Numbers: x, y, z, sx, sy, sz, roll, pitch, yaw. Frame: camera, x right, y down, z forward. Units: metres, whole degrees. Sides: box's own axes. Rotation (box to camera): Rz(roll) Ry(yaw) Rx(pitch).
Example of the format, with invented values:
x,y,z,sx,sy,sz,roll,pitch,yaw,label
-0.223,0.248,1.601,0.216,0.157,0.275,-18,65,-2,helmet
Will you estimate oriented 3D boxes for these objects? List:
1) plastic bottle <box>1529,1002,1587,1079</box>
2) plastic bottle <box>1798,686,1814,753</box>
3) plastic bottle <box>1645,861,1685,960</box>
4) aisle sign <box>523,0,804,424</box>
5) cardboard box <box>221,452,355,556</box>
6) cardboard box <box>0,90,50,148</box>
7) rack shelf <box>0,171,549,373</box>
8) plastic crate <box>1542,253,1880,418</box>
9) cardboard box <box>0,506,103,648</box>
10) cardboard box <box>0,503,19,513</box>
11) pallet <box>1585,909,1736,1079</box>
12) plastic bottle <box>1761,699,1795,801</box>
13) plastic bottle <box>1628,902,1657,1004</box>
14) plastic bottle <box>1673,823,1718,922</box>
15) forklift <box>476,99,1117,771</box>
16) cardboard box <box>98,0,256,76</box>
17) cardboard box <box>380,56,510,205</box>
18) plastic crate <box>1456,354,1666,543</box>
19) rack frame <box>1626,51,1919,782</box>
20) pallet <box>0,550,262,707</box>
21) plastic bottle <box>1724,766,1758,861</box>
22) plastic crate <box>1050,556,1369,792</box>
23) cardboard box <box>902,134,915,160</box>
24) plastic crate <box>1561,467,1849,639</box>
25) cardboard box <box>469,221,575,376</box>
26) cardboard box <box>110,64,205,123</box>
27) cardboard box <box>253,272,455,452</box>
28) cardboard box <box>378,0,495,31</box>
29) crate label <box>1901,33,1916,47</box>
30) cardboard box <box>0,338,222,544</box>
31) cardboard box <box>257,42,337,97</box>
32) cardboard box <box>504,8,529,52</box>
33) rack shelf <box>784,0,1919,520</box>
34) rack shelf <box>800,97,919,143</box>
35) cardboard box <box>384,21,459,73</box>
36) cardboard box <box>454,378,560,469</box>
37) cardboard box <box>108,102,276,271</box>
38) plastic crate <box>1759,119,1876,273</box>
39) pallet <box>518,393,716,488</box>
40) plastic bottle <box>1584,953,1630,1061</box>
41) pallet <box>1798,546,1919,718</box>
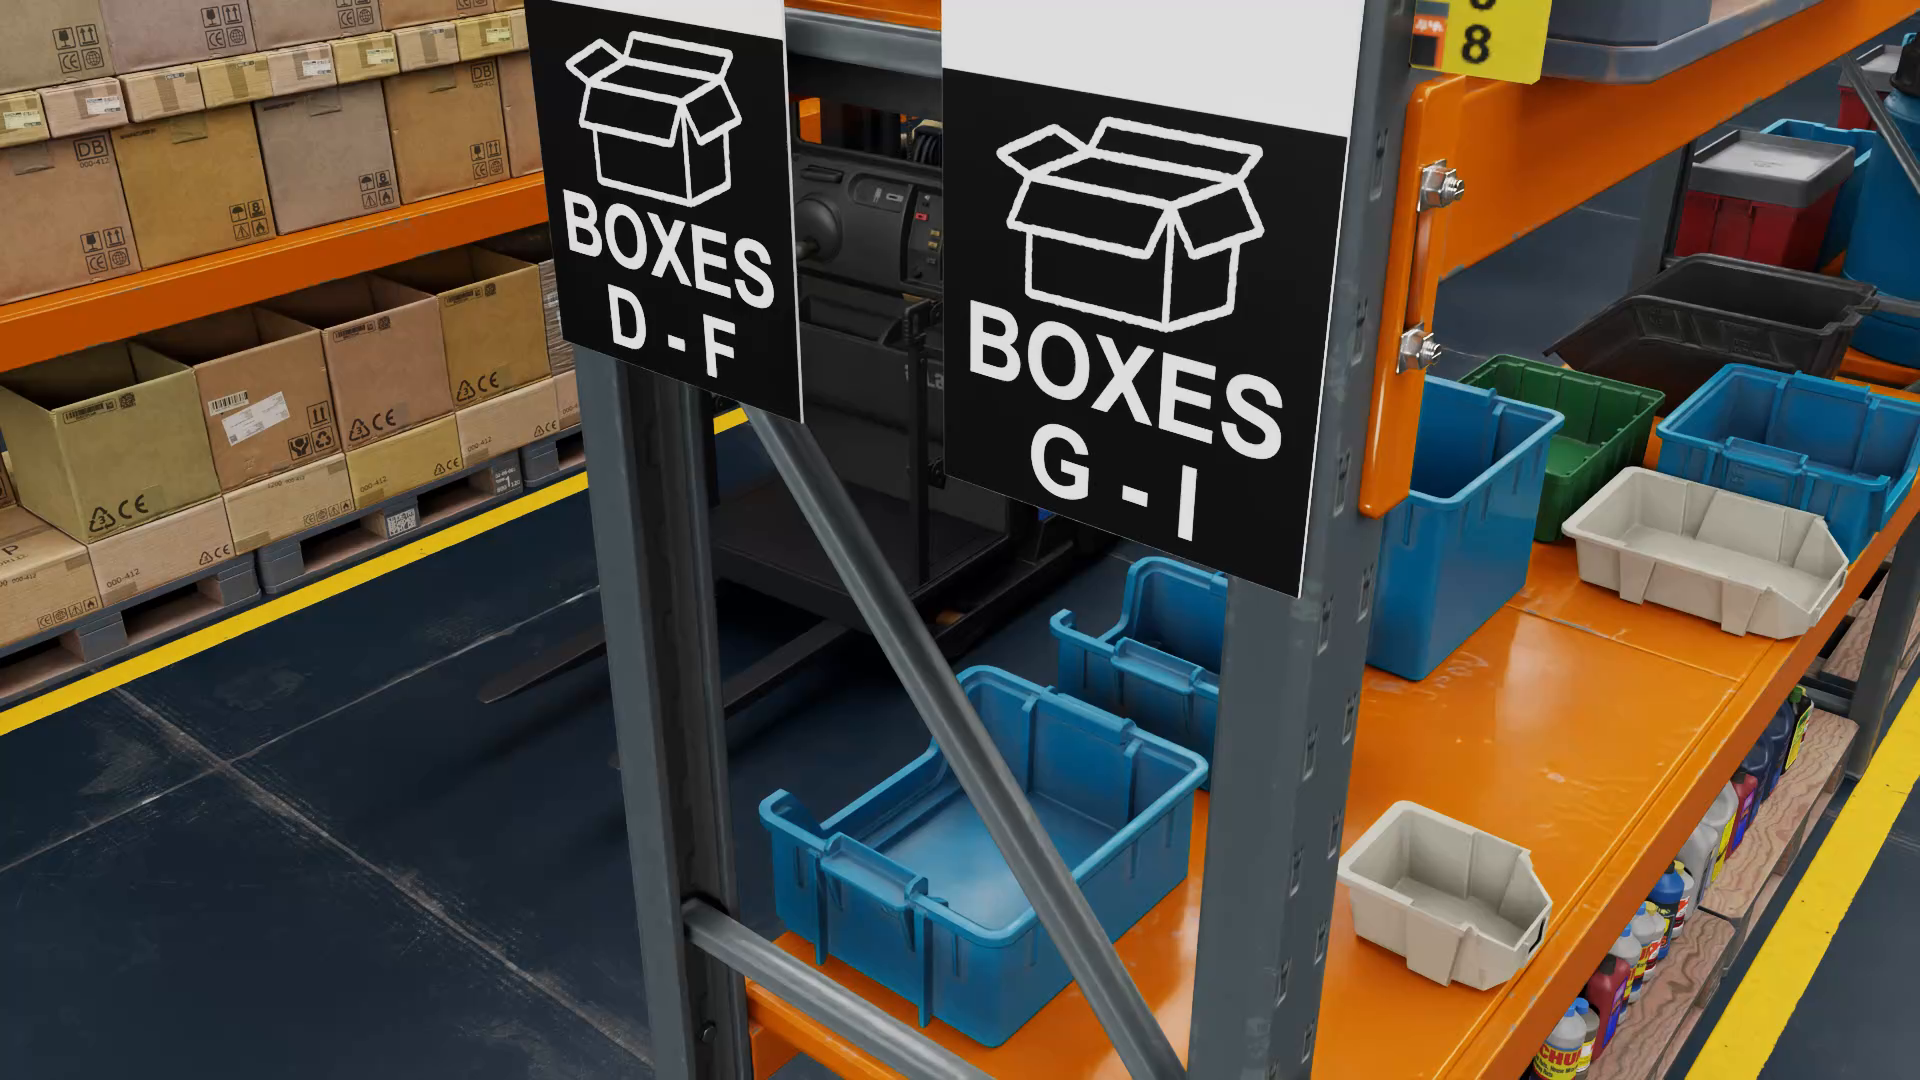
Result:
x,y,z,sx,sy,sz,roll,pitch,yaw,label
1.351,1.150,3.752,0.097,0.271,0.097,0,27,0,plastic bottle
2.511,0.535,5.019,0.097,0.201,0.097,0,27,0,plastic bottle
1.761,0.922,4.195,0.097,0.271,0.097,0,27,0,plastic bottle
-0.318,-0.530,1.681,0.394,0.787,0.004,21,34,34,aisle sign
-2.716,-0.209,6.425,0.500,0.250,0.500,21,34,34,cardboard box
-3.121,-1.354,5.289,0.380,0.149,0.250,21,34,35,cardboard box
-2.591,-1.153,6.497,1.077,0.370,4.000,21,34,34,rack shelf
2.070,-0.556,4.629,0.767,0.338,0.504,21,34,34,plastic crate
-3.350,0.146,5.738,0.500,0.250,0.500,21,34,34,cardboard box
-3.750,-0.005,6.031,0.500,0.250,0.500,21,34,34,cardboard box
1.266,1.166,4.265,1.003,0.211,1.213,21,34,34,pallet
2.314,0.561,4.805,0.144,0.351,0.185,20,33,33,plastic bottle
1.632,0.993,4.056,0.097,0.271,0.097,0,27,0,plastic bottle
1.880,0.833,4.360,0.152,0.276,0.135,21,34,35,plastic bottle
-0.375,-1.070,5.628,1.130,2.935,3.031,19,33,32,forklift
-2.872,-1.931,5.698,0.700,0.500,0.500,21,34,35,cardboard box
-2.248,-1.701,6.665,0.700,0.500,0.500,21,34,35,cardboard box
1.420,-0.240,4.179,0.450,0.188,0.662,21,34,34,plastic crate
2.501,-0.732,4.901,1.000,3.000,0.127,21,34,34,rack frame
-3.409,0.192,6.149,1.003,0.211,1.213,21,34,34,pallet
2.121,0.729,4.553,0.061,0.283,0.133,23,35,38,plastic bottle
0.462,0.258,3.148,0.499,0.251,0.408,21,34,34,plastic crate
-0.314,-2.163,9.591,0.500,0.311,0.500,20,34,34,cardboard box
1.664,0.034,3.706,0.530,0.136,0.437,21,34,34,plastic crate
-1.772,-1.078,7.288,0.500,0.500,0.500,21,34,34,cardboard box
-2.792,-1.538,5.645,0.380,0.149,0.250,19,33,33,cardboard box
-2.394,-0.718,6.592,0.500,0.500,0.500,21,34,34,cardboard box
-2.235,-2.286,6.384,0.700,0.500,0.500,21,34,34,cardboard box
4.205,-1.893,7.107,0.502,0.435,0.616,21,34,34,crate label
-3.033,-0.365,5.909,0.500,0.500,0.500,21,34,34,cardboard box
-2.469,-1.717,5.989,0.380,0.149,0.250,21,34,35,cardboard box
-1.816,-2.081,6.693,0.380,0.149,0.250,21,34,34,cardboard box
1.229,-1.036,3.007,1.077,0.370,4.000,21,34,34,rack shelf
-0.046,-2.571,9.238,1.077,0.370,4.000,21,34,34,rack shelf
-2.135,-1.905,6.354,0.380,0.149,0.250,22,34,36,cardboard box
-2.077,-0.562,7.108,0.500,0.250,0.500,21,34,34,cardboard box
-2.905,-1.331,5.950,0.700,0.500,0.500,21,34,35,cardboard box
2.963,-1.207,5.837,0.392,0.384,0.575,21,34,34,plastic crate
-1.857,-0.673,7.822,1.003,0.211,1.213,21,34,34,pallet
1.509,1.070,3.894,0.061,0.283,0.133,21,34,35,plastic bottle
2.971,0.216,6.102,1.003,0.211,1.213,21,34,34,pallet
